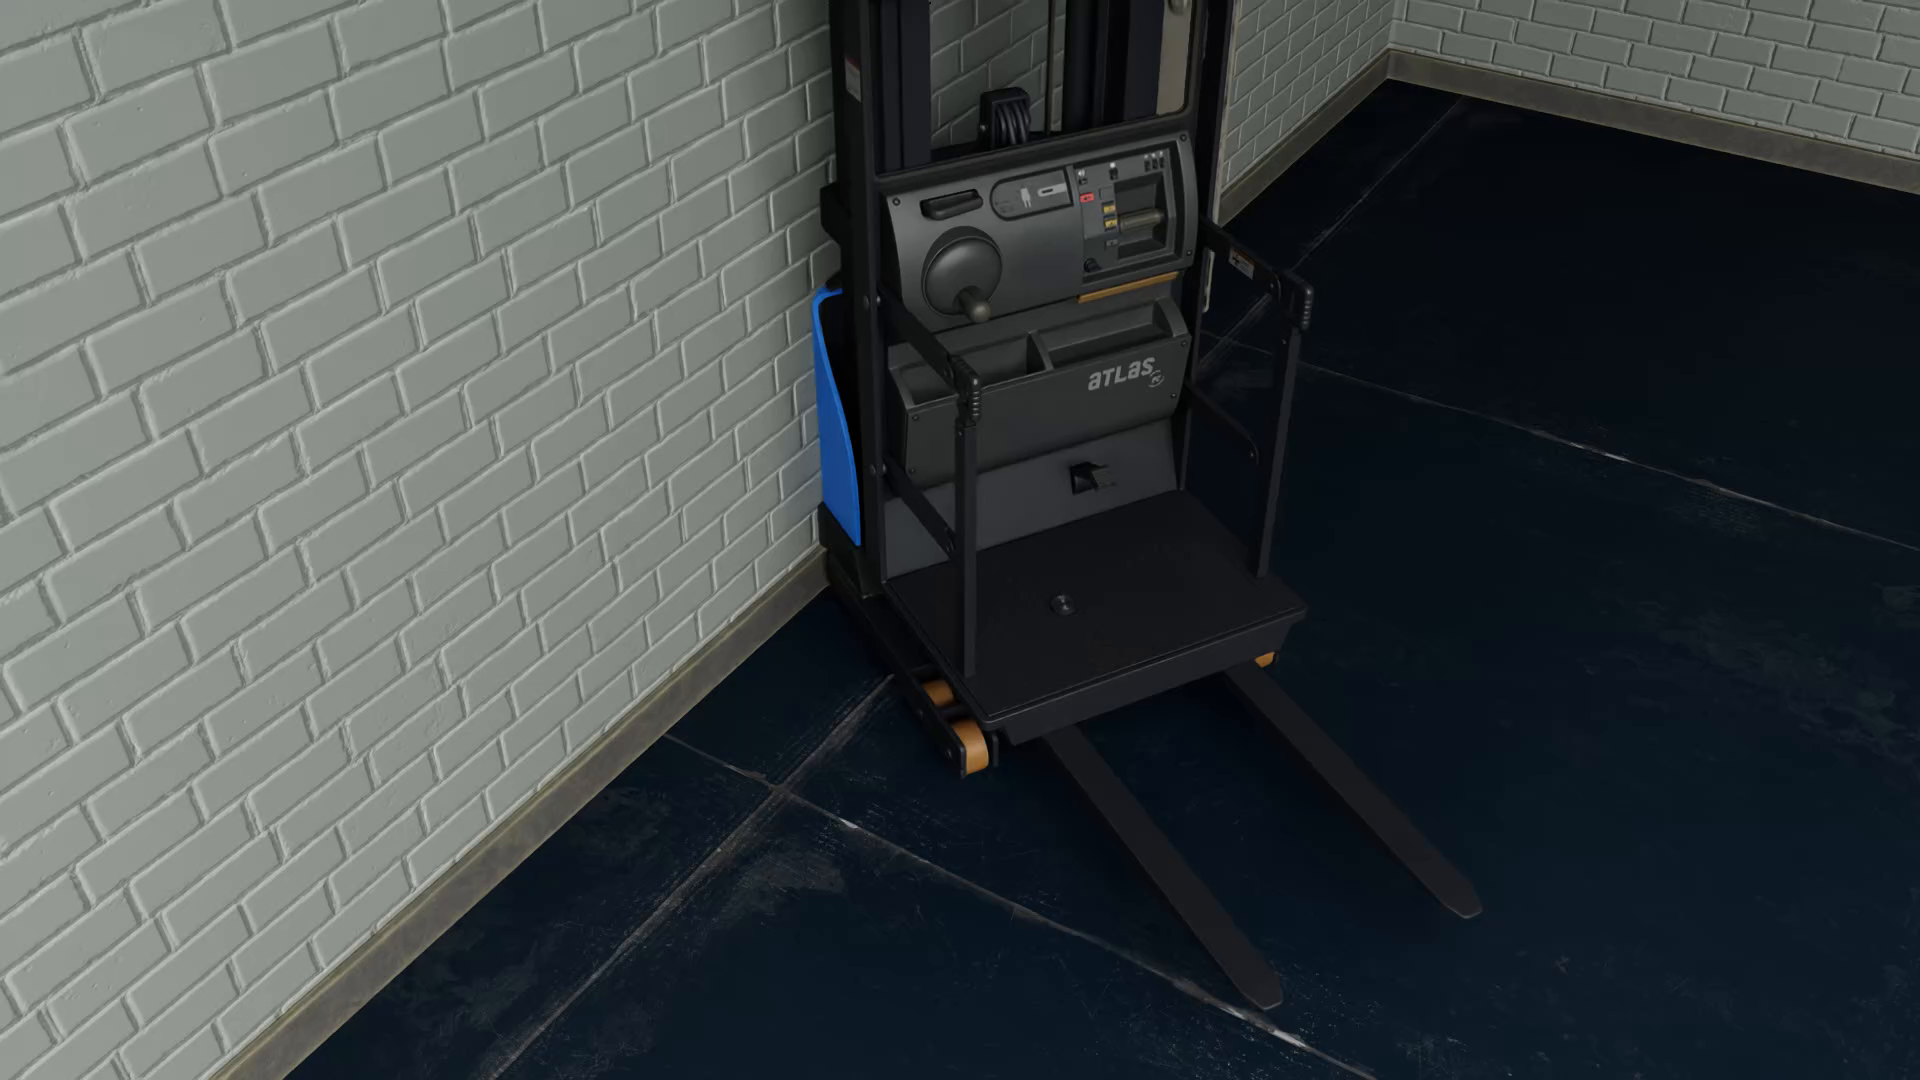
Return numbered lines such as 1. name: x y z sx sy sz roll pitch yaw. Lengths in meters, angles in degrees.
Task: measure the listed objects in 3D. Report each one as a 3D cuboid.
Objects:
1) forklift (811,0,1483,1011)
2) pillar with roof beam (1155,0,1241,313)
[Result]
1. forklift: 0.336 -0.787 4.370 1.130 2.935 3.031 -17 41 -21
2. pillar with roof beam: 4.451 -3.083 2.378 9.100 9.000 0.400 21 42 25
